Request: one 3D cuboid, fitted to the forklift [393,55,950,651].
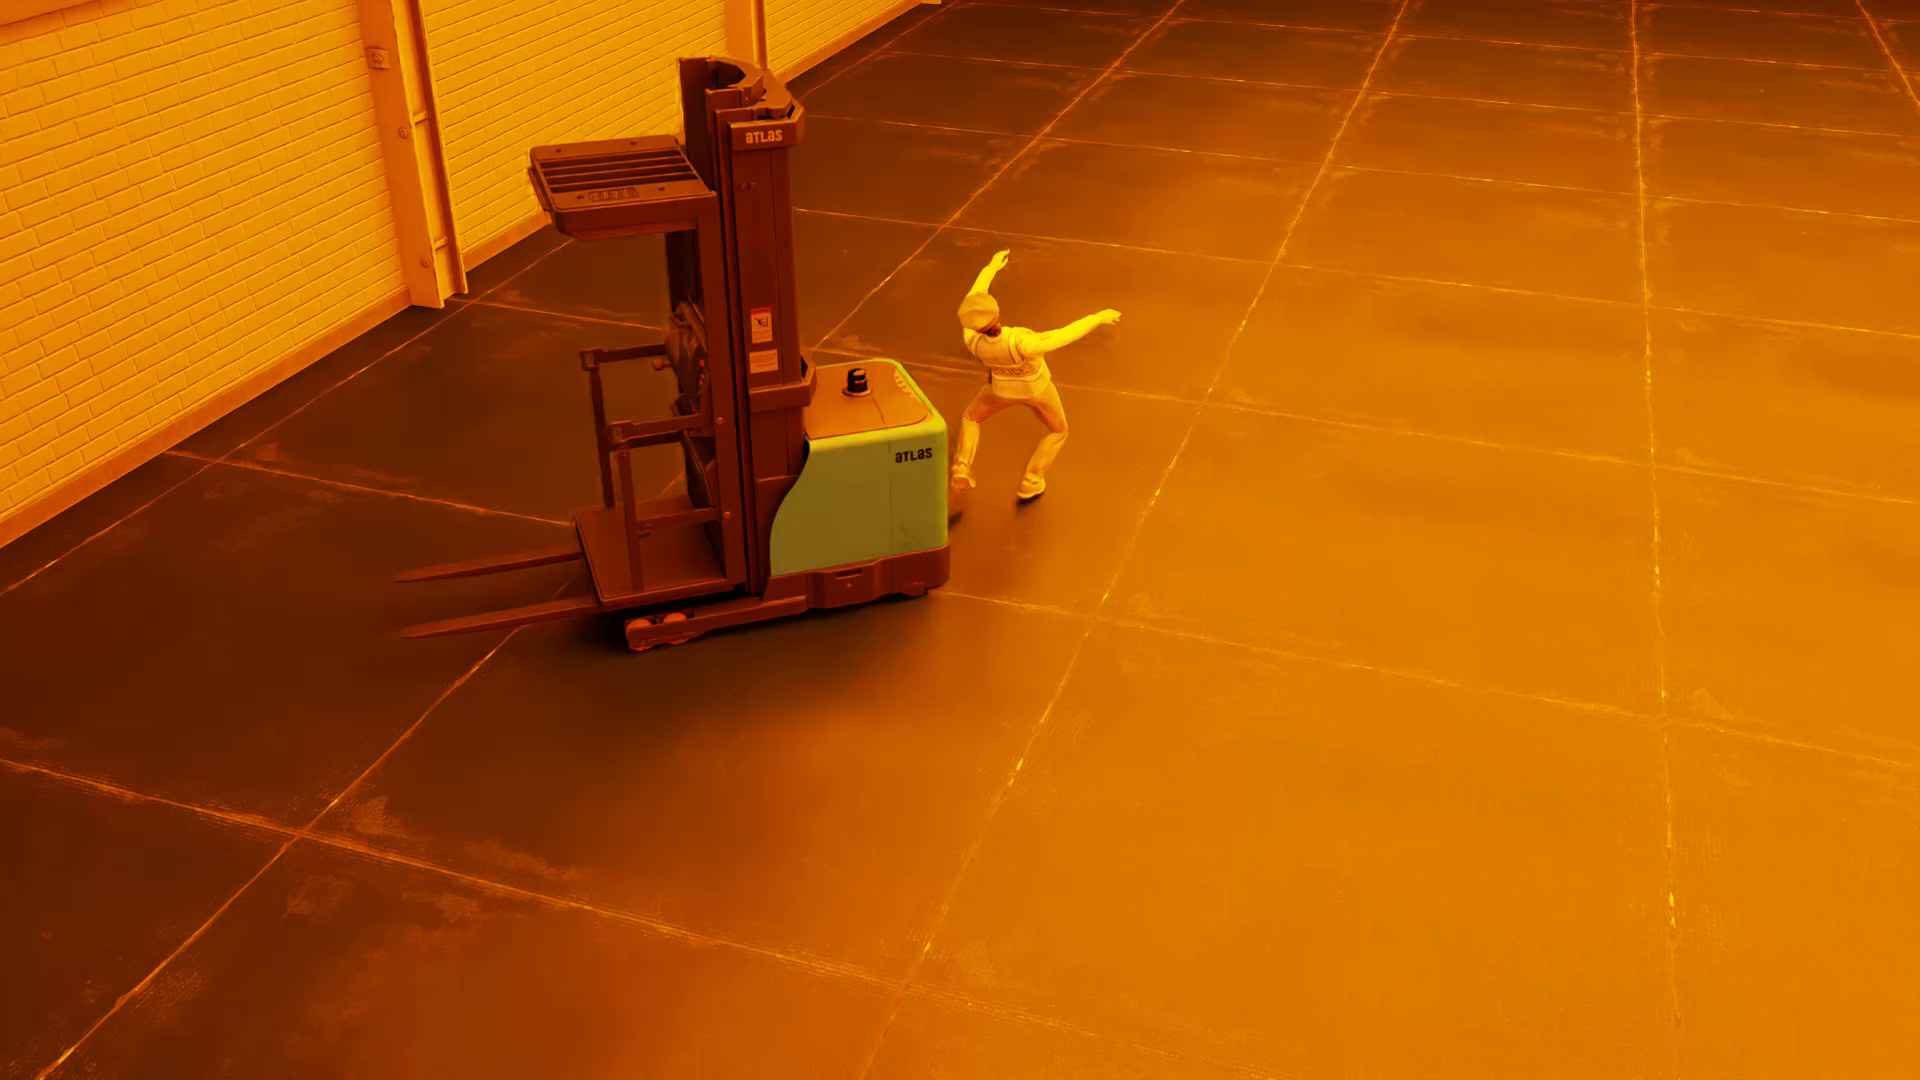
[{"bbox_3d":[-1.631,-0.967,8.833,3.031,2.935,1.130,-10,31,-17],"label":"forklift"}]

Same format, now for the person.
[{"bbox_3d":[0.447,-0.924,10.154,0.979,1.511,0.698,6,30,10],"label":"person"}]
